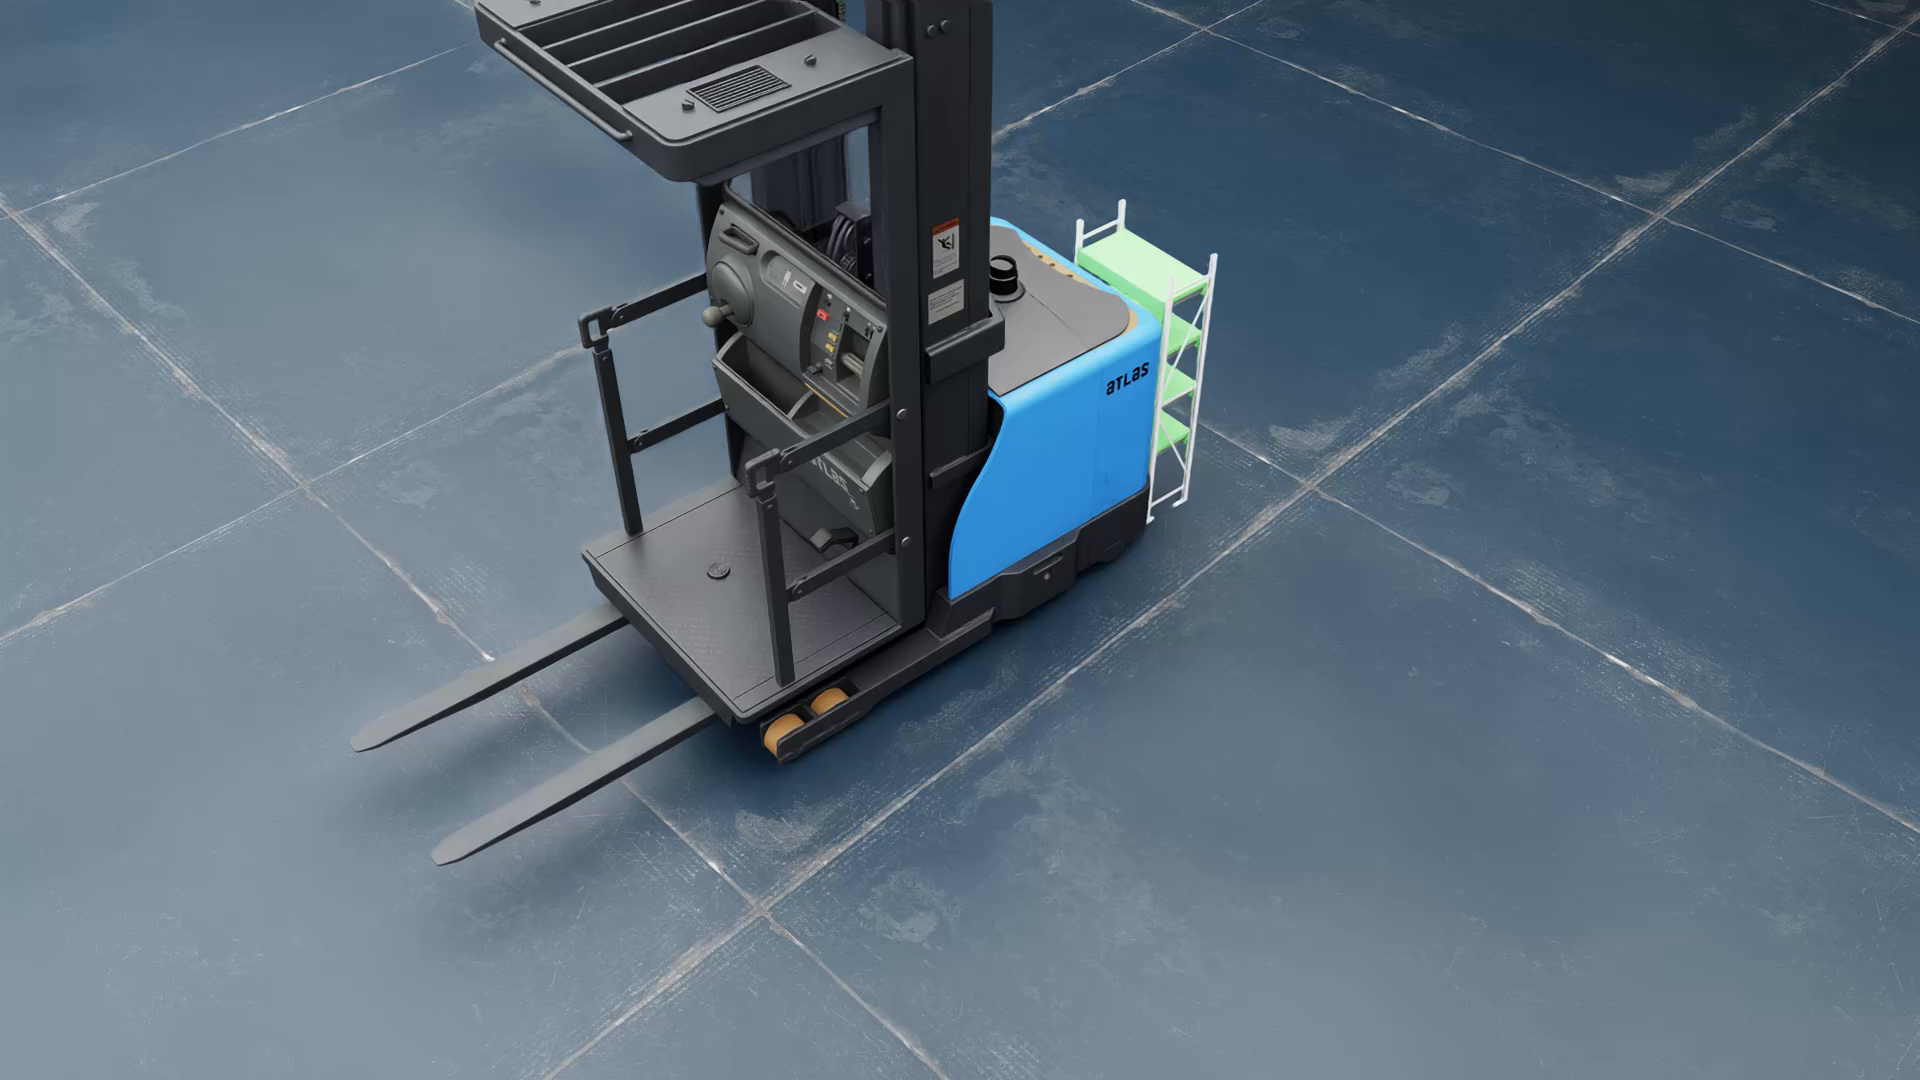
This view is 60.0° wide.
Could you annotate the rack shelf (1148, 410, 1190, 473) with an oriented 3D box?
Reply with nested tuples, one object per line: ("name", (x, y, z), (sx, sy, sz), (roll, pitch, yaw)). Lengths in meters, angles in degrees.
("rack shelf", (0.694, -0.464, 6.815), (0.258, 0.148, 0.480), (-29, 50, -28))

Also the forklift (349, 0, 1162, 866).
("forklift", (-0.707, -0.702, 5.350), (3.031, 2.935, 1.130), (-29, 50, -28))

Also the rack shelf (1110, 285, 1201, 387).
("rack shelf", (0.694, -0.817, 6.490), (0.258, 0.148, 0.480), (-29, 50, -28))

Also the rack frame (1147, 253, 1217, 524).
("rack frame", (0.849, -0.559, 6.471), (0.240, 1.200, 0.015), (-29, 50, -28))

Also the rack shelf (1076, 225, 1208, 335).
("rack shelf", (0.695, -0.993, 6.327), (0.258, 0.148, 0.480), (-29, 50, -28))

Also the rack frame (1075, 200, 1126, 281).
("rack frame", (0.539, -0.815, 6.747), (0.240, 1.200, 0.015), (-29, 50, -28))

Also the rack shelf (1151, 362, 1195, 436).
("rack shelf", (0.694, -0.640, 6.652), (0.258, 0.148, 0.480), (-29, 50, -28))

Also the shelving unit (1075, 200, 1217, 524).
("shelving unit", (0.694, -0.687, 6.609), (0.258, 1.200, 0.503), (-29, 50, -28))
